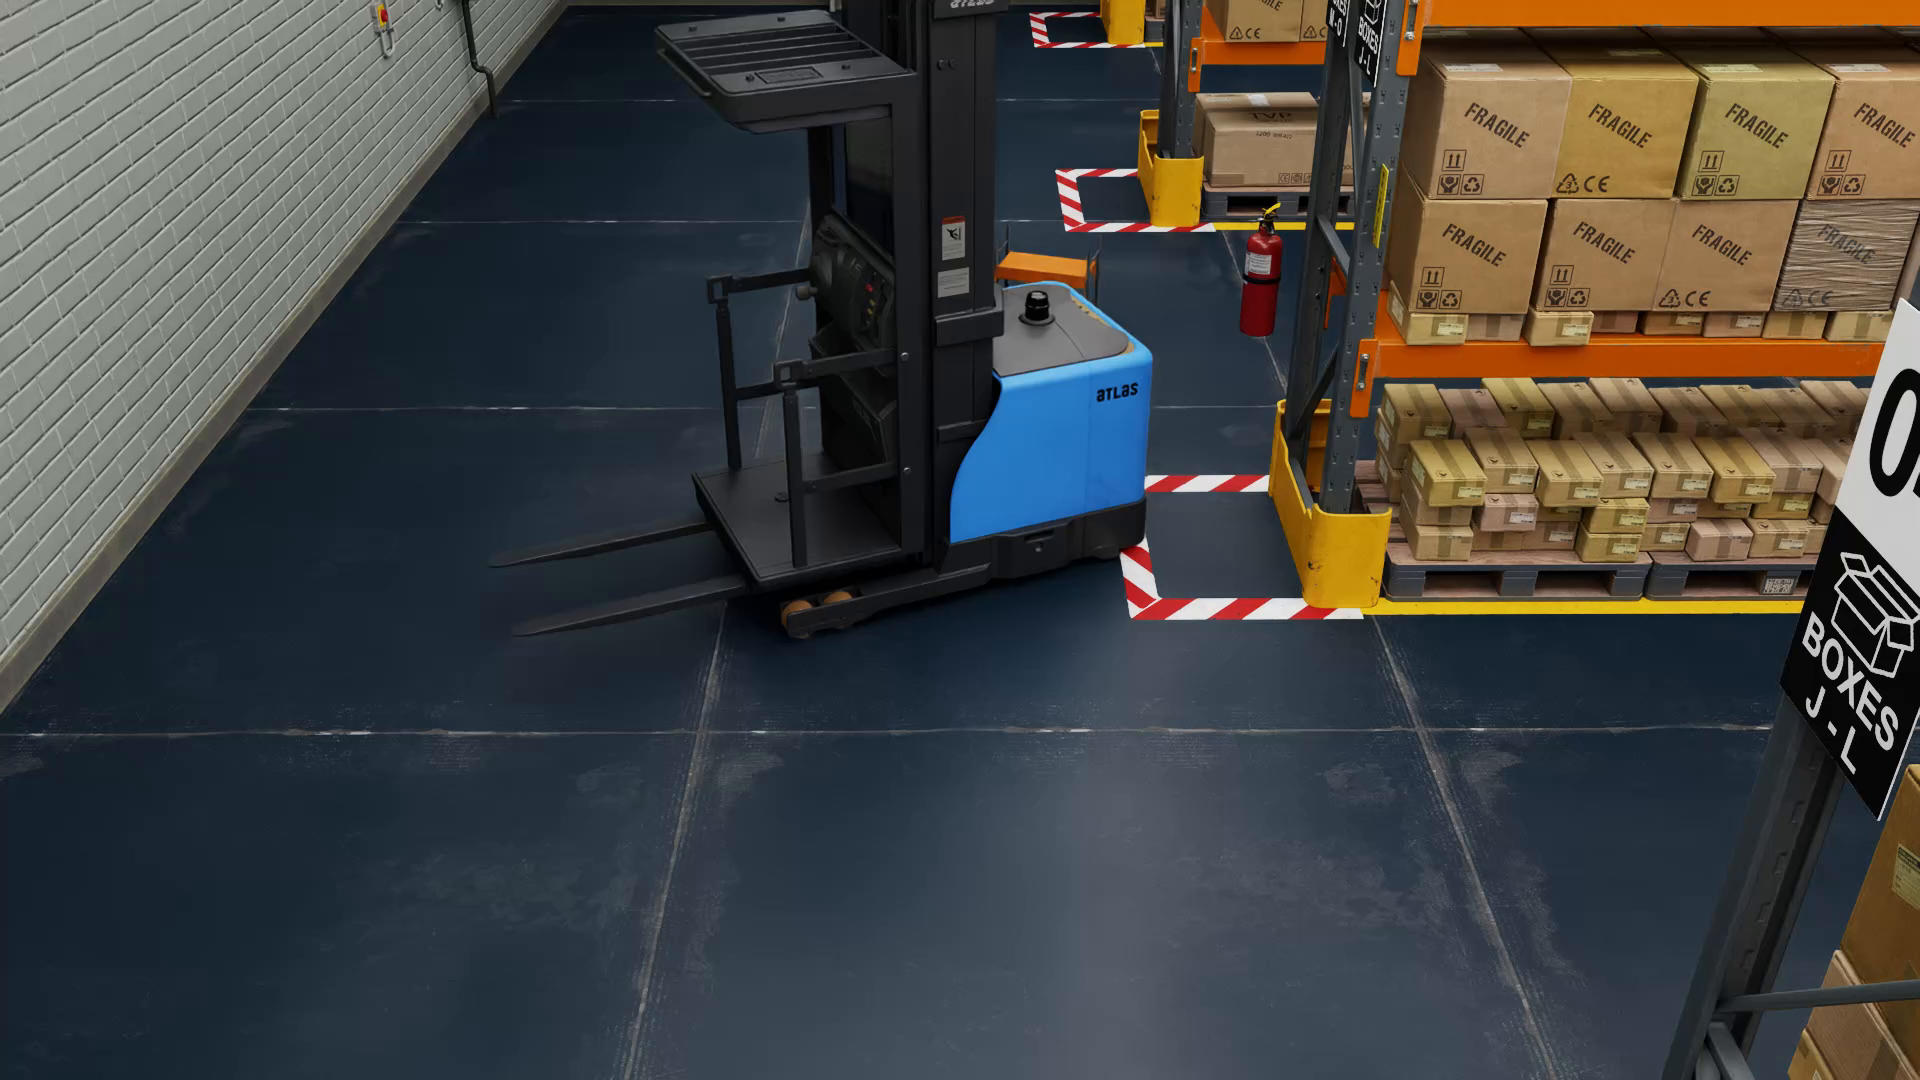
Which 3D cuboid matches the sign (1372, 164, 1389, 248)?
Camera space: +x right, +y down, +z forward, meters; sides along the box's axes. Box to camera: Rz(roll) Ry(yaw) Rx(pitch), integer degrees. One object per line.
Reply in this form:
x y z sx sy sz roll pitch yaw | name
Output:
1.708 -1.357 6.760 0.005 0.325 0.100 0 31 0 | sign

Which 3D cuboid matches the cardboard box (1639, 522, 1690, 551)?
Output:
3.251 -0.106 7.877 0.250 0.149 0.380 0 31 0 | cardboard box

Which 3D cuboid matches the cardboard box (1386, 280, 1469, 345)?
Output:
2.030 -0.992 7.235 0.250 0.149 0.380 0 31 -1 | cardboard box

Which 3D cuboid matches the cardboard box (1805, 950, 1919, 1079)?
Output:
2.116 1.103 3.399 0.500 0.250 0.500 -1 31 -1 | cardboard box

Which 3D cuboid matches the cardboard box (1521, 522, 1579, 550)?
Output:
2.740 -0.112 7.887 0.250 0.149 0.380 0 31 0 | cardboard box

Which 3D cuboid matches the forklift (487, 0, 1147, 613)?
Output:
-0.708 -1.209 7.417 3.031 2.935 1.130 -4 31 -6 | forklift

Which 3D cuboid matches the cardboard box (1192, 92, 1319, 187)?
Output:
2.233 -2.974 12.324 0.875 0.438 0.875 -1 31 -2 | cardboard box

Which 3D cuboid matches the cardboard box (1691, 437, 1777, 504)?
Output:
3.546 -0.323 7.661 0.250 0.149 0.380 0 31 0 | cardboard box

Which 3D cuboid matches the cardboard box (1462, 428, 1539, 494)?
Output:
2.505 -0.372 7.741 0.250 0.149 0.380 0 31 1 | cardboard box

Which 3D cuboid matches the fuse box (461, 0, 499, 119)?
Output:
-3.932 -4.345 13.762 0.414 1.711 0.539 0 31 0 | fuse box

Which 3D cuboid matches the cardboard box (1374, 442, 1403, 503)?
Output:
2.230 -0.339 8.260 0.250 0.149 0.380 0 31 1 | cardboard box

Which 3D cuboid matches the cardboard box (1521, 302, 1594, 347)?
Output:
2.554 -0.987 7.227 0.250 0.149 0.380 -1 31 -2 | cardboard box

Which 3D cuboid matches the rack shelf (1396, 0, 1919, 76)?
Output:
3.704 -2.249 6.867 4.000 0.370 1.077 0 31 0 | rack shelf

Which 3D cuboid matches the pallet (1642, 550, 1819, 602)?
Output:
3.810 -0.063 8.150 1.213 0.211 1.003 0 31 0 | pallet

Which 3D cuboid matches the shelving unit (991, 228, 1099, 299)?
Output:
0.434 -1.003 8.747 0.503 1.200 0.258 9 32 15 | shelving unit

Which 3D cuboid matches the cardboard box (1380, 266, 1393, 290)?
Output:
2.029 -1.308 7.757 0.250 0.149 0.380 0 31 0 | cardboard box

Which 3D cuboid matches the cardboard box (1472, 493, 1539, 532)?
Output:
2.504 -0.196 7.738 0.250 0.149 0.380 0 31 -1 | cardboard box

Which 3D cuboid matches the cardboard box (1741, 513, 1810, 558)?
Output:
3.777 -0.076 7.827 0.250 0.149 0.380 0 31 0 | cardboard box

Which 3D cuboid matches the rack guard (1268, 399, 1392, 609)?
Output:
1.780 -0.200 8.097 0.348 0.500 1.175 0 31 0 | rack guard

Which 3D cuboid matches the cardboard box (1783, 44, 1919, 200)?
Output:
3.689 -1.728 6.859 0.500 0.500 0.500 -1 31 -2 | cardboard box

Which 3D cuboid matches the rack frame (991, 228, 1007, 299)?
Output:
0.202 -1.042 8.810 0.015 1.200 0.240 9 32 15 | rack frame

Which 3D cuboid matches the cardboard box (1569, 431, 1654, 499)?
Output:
3.006 -0.350 7.705 0.250 0.149 0.380 -2 31 -3 | cardboard box

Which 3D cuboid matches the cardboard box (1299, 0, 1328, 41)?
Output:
2.561 -3.747 11.437 0.500 0.500 0.500 -1 31 -1 | cardboard box

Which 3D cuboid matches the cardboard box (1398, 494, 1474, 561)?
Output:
2.230 -0.064 7.808 0.250 0.149 0.380 0 31 1 | cardboard box

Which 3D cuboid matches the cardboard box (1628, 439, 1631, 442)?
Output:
3.268 -0.517 8.266 0.250 0.149 0.380 0 31 0 | cardboard box

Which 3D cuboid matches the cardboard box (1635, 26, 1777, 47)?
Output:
3.187 -2.004 7.314 0.500 0.500 0.500 1 31 2 | cardboard box

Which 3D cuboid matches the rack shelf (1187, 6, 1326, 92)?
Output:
3.574 -3.534 11.877 4.000 0.370 1.077 0 31 0 | rack shelf

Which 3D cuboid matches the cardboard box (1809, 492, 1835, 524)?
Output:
4.079 -0.234 7.801 0.250 0.149 0.380 -2 31 -3 | cardboard box

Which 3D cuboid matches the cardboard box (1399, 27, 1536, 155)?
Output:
2.161 -1.996 7.301 0.500 0.500 0.500 -1 31 -1 | cardboard box

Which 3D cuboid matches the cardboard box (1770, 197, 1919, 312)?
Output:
3.690 -1.311 7.136 0.500 0.500 0.500 -1 31 -2 | cardboard box

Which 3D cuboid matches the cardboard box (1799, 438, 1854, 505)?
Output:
4.046 -0.317 7.651 0.250 0.149 0.380 -1 31 -2 | cardboard box

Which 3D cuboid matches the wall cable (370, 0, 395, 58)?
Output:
-4.065 -4.253 11.359 0.123 1.953 0.585 0 31 0 | wall cable

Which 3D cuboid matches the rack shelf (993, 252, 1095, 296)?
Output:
0.434 -1.339 8.543 0.480 0.148 0.258 9 32 15 | rack shelf

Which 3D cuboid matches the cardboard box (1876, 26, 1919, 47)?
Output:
4.229 -2.008 7.321 0.500 0.500 0.500 0 31 1 | cardboard box

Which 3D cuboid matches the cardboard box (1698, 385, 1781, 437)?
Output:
3.796 -0.610 8.134 0.250 0.149 0.380 0 31 0 | cardboard box

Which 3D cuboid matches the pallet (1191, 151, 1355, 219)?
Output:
2.373 -2.686 12.474 1.213 0.211 1.003 0 31 0 | pallet

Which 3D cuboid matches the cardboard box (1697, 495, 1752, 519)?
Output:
3.541 -0.260 7.843 0.250 0.149 0.380 1 31 2 | cardboard box

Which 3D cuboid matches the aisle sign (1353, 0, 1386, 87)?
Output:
1.633 -2.224 6.517 0.004 0.787 0.394 0 31 0 | aisle sign

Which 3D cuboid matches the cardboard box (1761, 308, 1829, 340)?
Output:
3.590 -1.023 7.287 0.250 0.149 0.380 1 31 2 | cardboard box

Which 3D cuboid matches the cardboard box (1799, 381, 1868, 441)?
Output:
4.315 -0.635 8.174 0.250 0.149 0.380 0 31 1 | cardboard box

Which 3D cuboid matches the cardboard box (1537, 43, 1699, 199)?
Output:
2.660 -1.734 6.869 0.500 0.500 0.500 1 31 1 | cardboard box

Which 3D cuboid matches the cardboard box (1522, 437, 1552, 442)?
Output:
2.750 -0.508 8.253 0.250 0.149 0.380 -1 31 -2 | cardboard box

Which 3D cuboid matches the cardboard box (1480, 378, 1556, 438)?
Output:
2.742 -0.654 8.206 0.250 0.149 0.380 -1 31 -1 | cardboard box

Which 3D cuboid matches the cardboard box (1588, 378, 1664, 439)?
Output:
3.270 -0.652 8.202 0.250 0.149 0.380 1 31 2 | cardboard box

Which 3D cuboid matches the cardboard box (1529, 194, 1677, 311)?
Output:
2.690 -1.311 7.136 0.500 0.500 0.500 0 31 0 | cardboard box

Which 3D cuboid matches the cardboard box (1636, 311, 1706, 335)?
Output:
3.084 -1.047 7.326 0.250 0.149 0.380 0 31 -1 | cardboard box

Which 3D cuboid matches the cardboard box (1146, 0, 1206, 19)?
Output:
2.152 -5.475 16.384 0.637 0.503 0.797 -1 31 -2 | cardboard box

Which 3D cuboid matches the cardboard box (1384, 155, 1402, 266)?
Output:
2.152 -1.573 7.568 0.500 0.500 0.500 0 31 1 | cardboard box

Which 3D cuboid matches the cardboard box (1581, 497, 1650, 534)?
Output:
3.006 -0.187 7.724 0.250 0.149 0.380 1 31 1 | cardboard box

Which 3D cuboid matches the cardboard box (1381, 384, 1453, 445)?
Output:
2.232 -0.616 8.144 0.250 0.149 0.380 0 31 0 | cardboard box

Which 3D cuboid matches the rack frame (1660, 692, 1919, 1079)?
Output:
1.633 1.305 3.207 0.127 3.000 1.000 0 31 0 | rack frame

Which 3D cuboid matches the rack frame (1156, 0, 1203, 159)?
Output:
1.574 -3.835 11.680 0.127 3.000 1.000 0 31 0 | rack frame
